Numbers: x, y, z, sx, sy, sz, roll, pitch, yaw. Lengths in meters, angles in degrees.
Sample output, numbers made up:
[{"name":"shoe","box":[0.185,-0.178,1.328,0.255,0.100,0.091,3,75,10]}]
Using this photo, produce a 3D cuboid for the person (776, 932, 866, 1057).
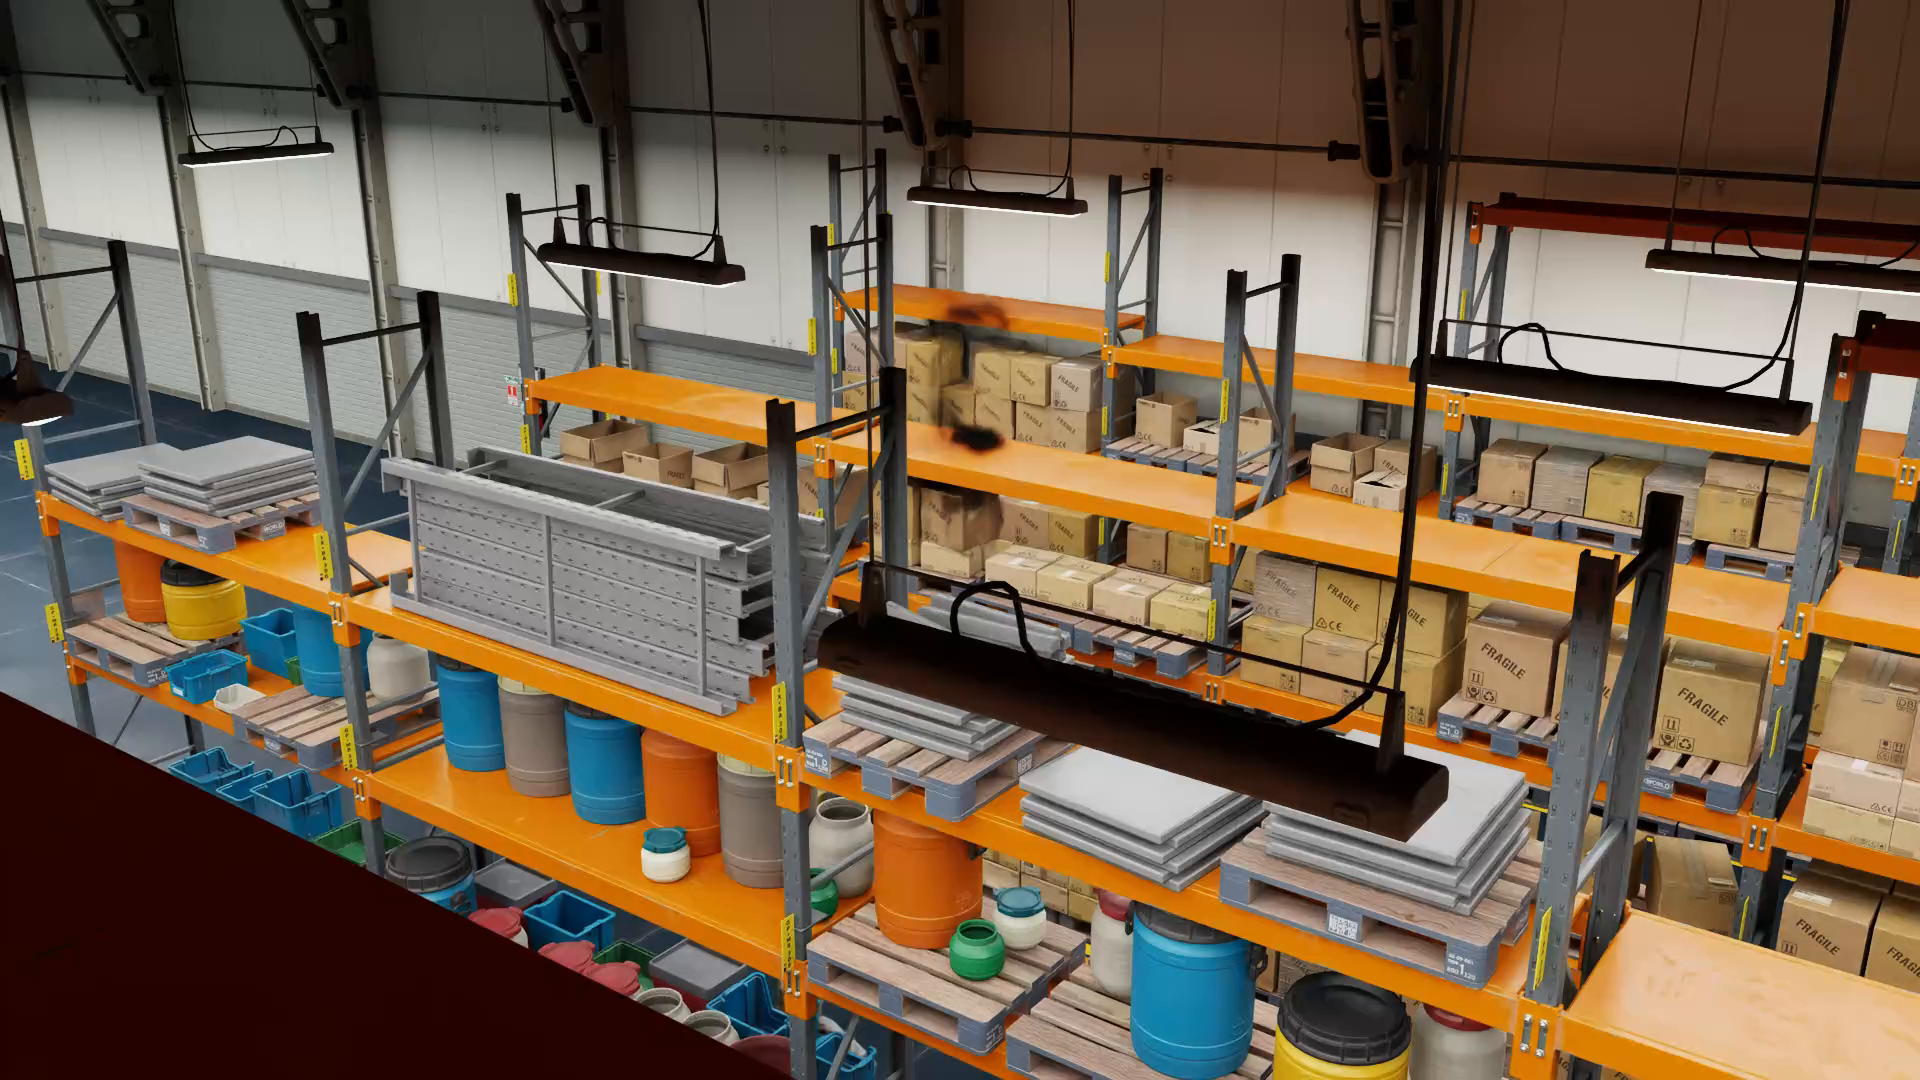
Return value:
[{"name":"person","box":[-1.119,3.339,12.516,0.840,1.672,0.605,11,22,30]}]
